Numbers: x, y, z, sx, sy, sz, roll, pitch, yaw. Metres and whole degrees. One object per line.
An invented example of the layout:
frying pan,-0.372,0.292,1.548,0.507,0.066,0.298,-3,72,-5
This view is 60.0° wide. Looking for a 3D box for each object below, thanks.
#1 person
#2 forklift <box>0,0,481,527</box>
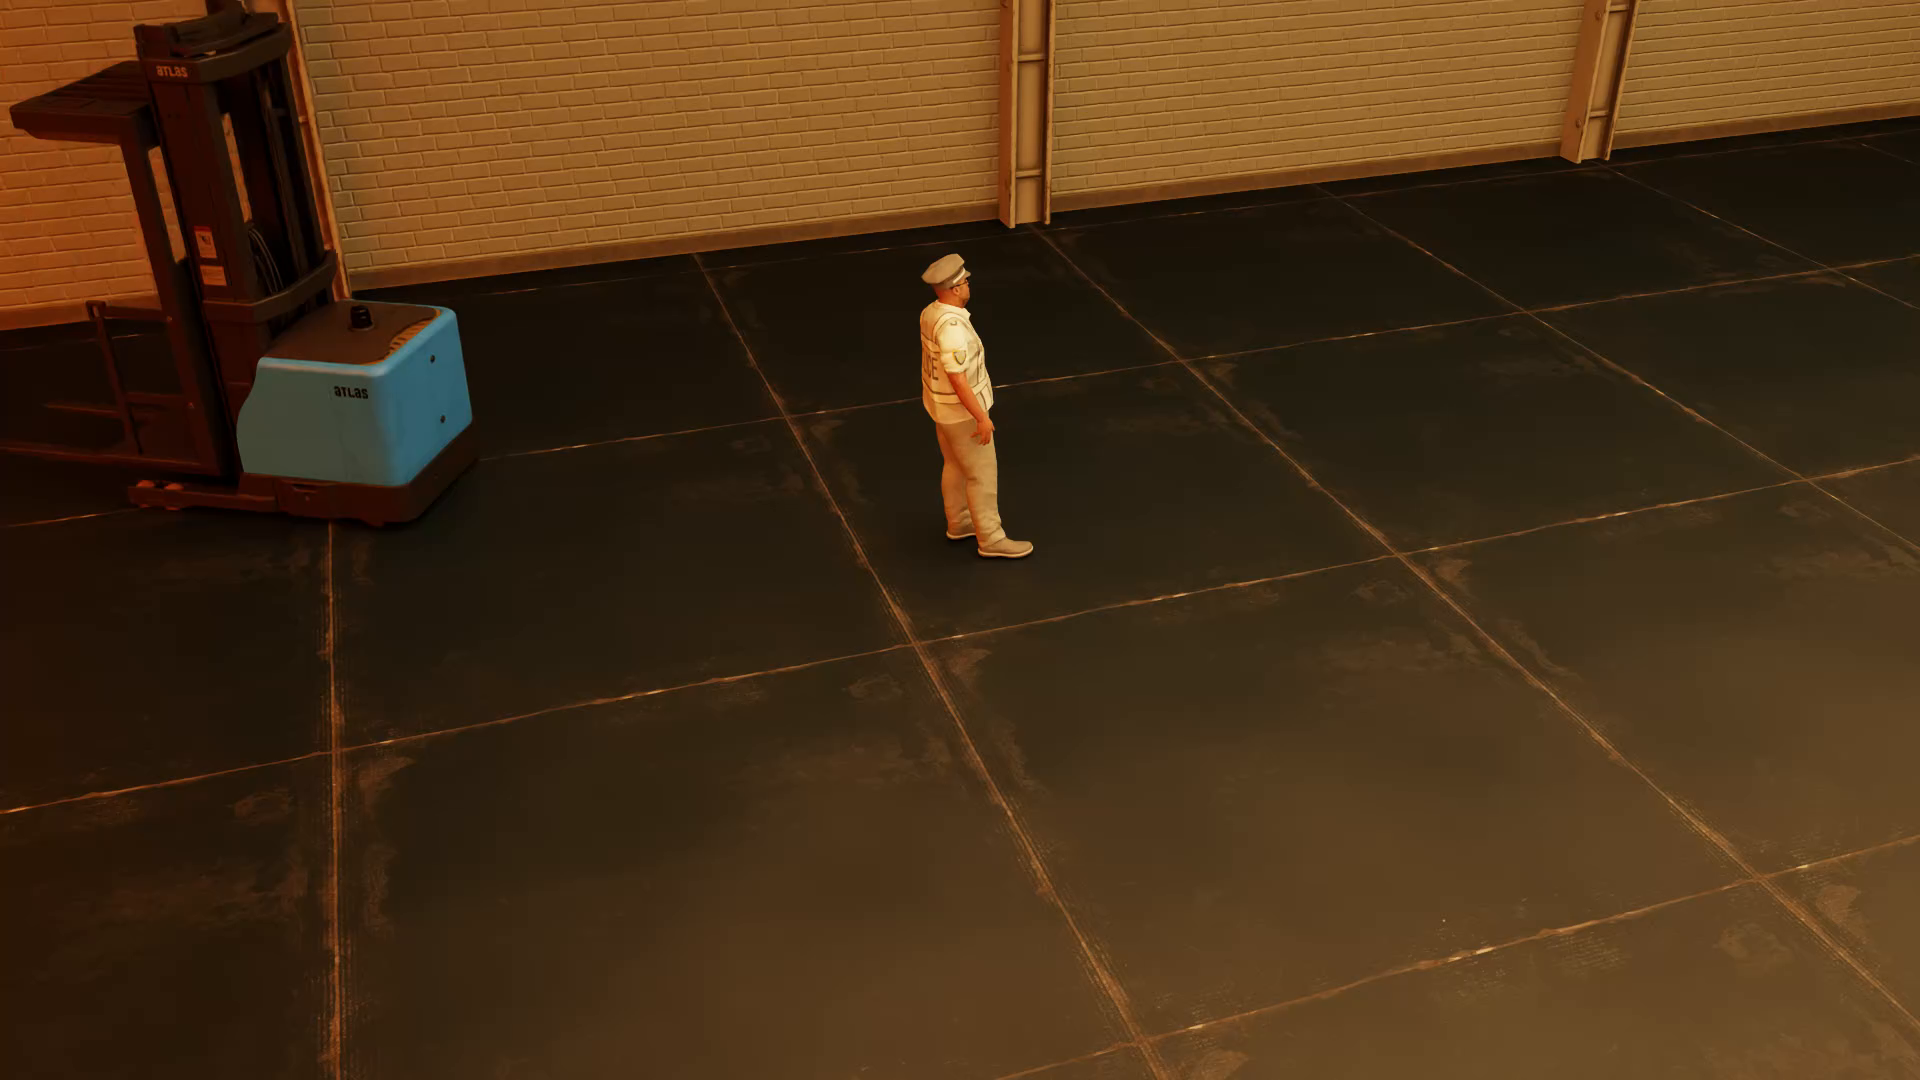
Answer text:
person,0.077,-0.785,9.589,0.575,1.781,0.640,-10,31,-16
forklift,-4.704,-1.704,10.048,3.031,2.935,1.130,6,30,9
